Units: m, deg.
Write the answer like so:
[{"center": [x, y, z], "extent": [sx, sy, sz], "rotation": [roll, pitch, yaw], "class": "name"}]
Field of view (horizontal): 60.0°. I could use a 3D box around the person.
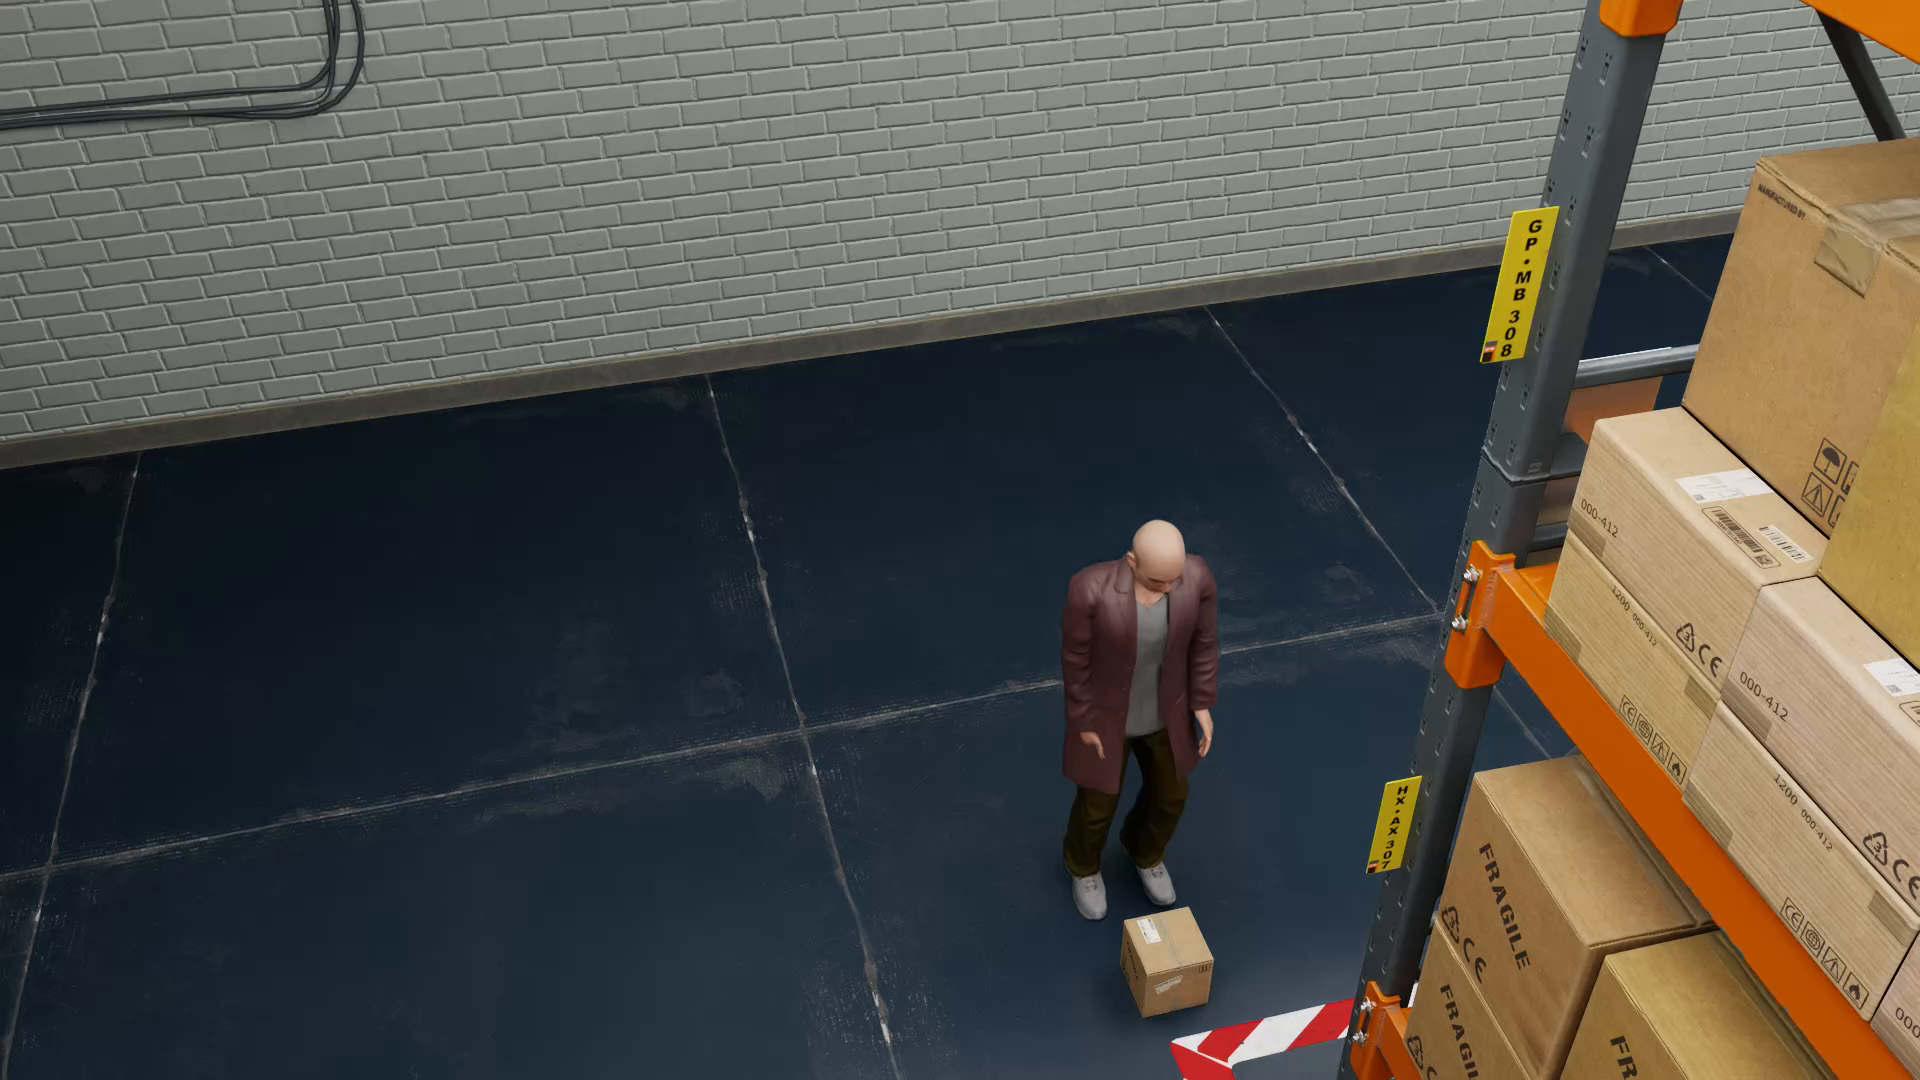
[{"center": [0.637, 0.626, 5.944], "extent": [0.575, 1.759, 0.389], "rotation": [-8, 38, -11], "class": "person"}]
